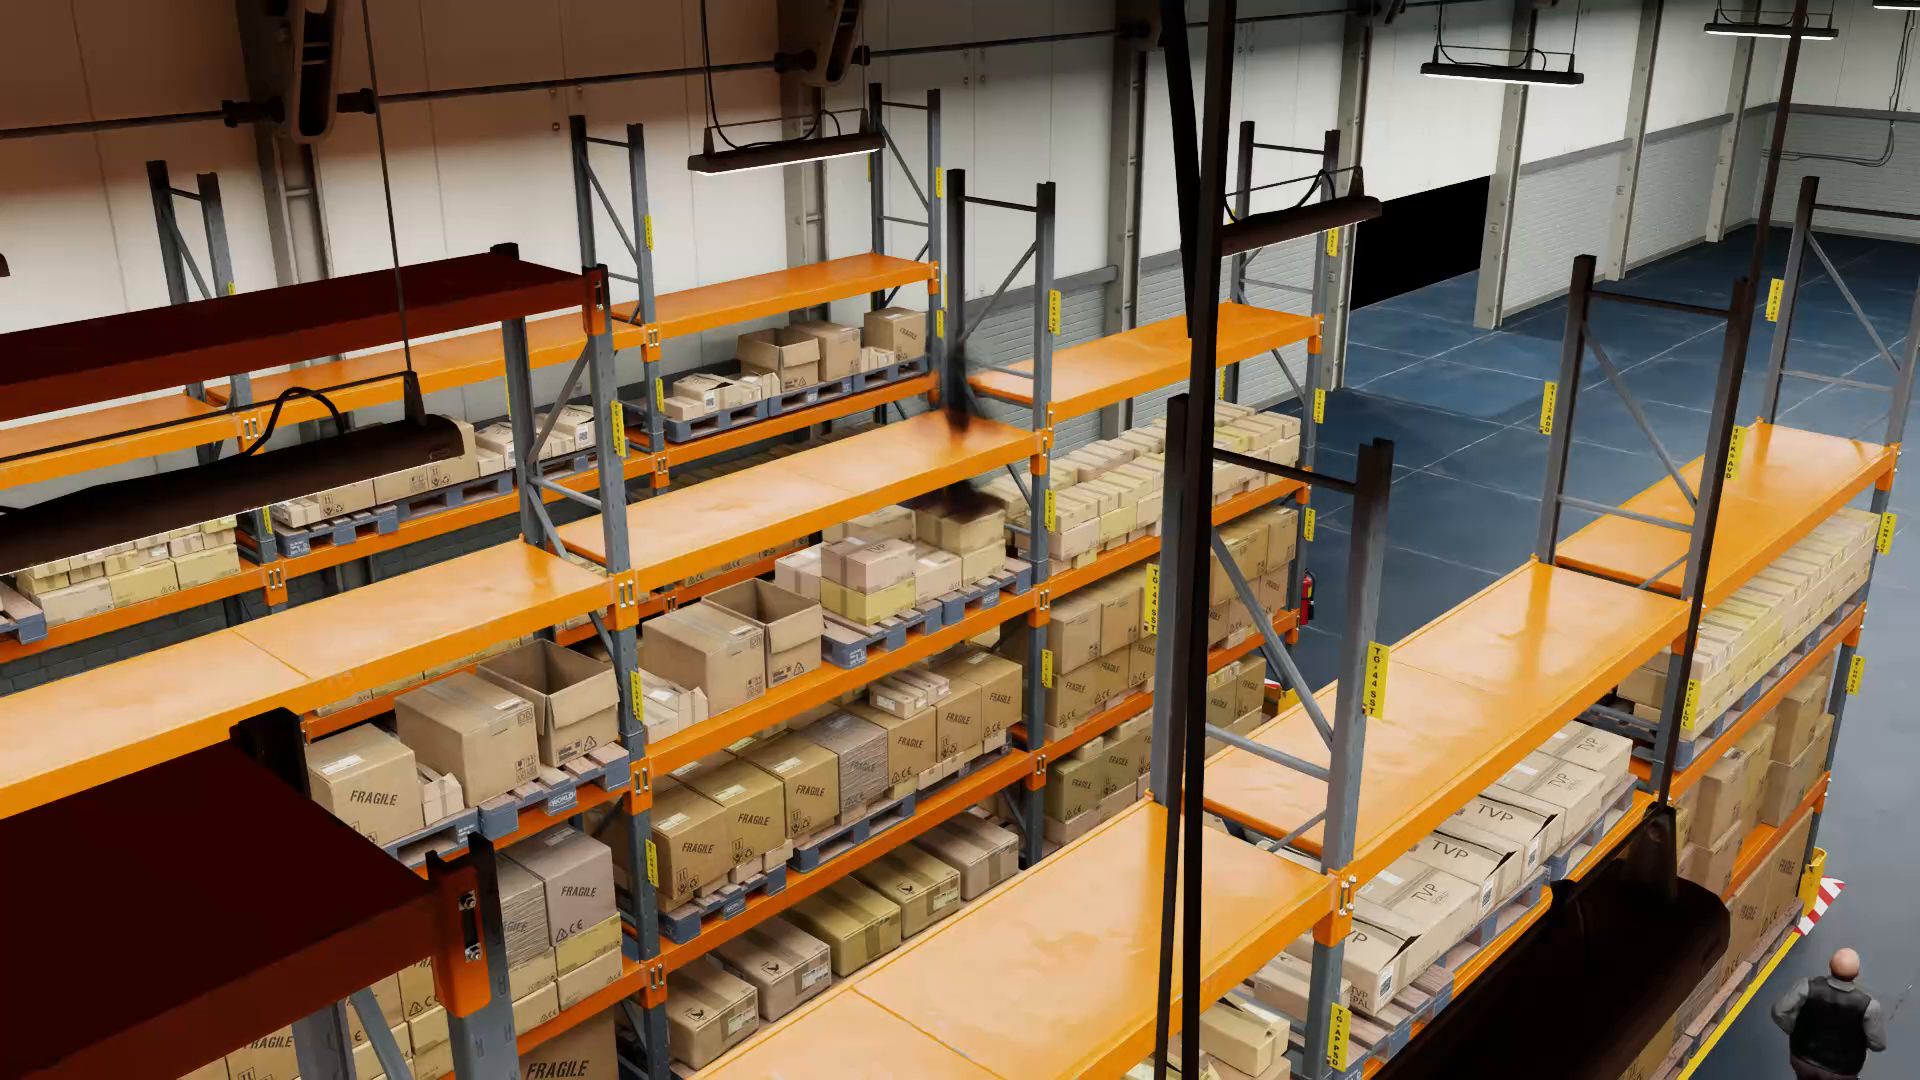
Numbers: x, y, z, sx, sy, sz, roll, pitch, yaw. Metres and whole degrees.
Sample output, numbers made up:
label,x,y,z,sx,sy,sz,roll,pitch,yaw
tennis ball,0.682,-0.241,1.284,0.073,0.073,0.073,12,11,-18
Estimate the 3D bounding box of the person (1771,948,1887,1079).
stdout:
label,x,y,z,sx,sy,sz,roll,pitch,yaw
person,5.632,3.435,10.883,0.671,1.718,0.799,16,27,36
